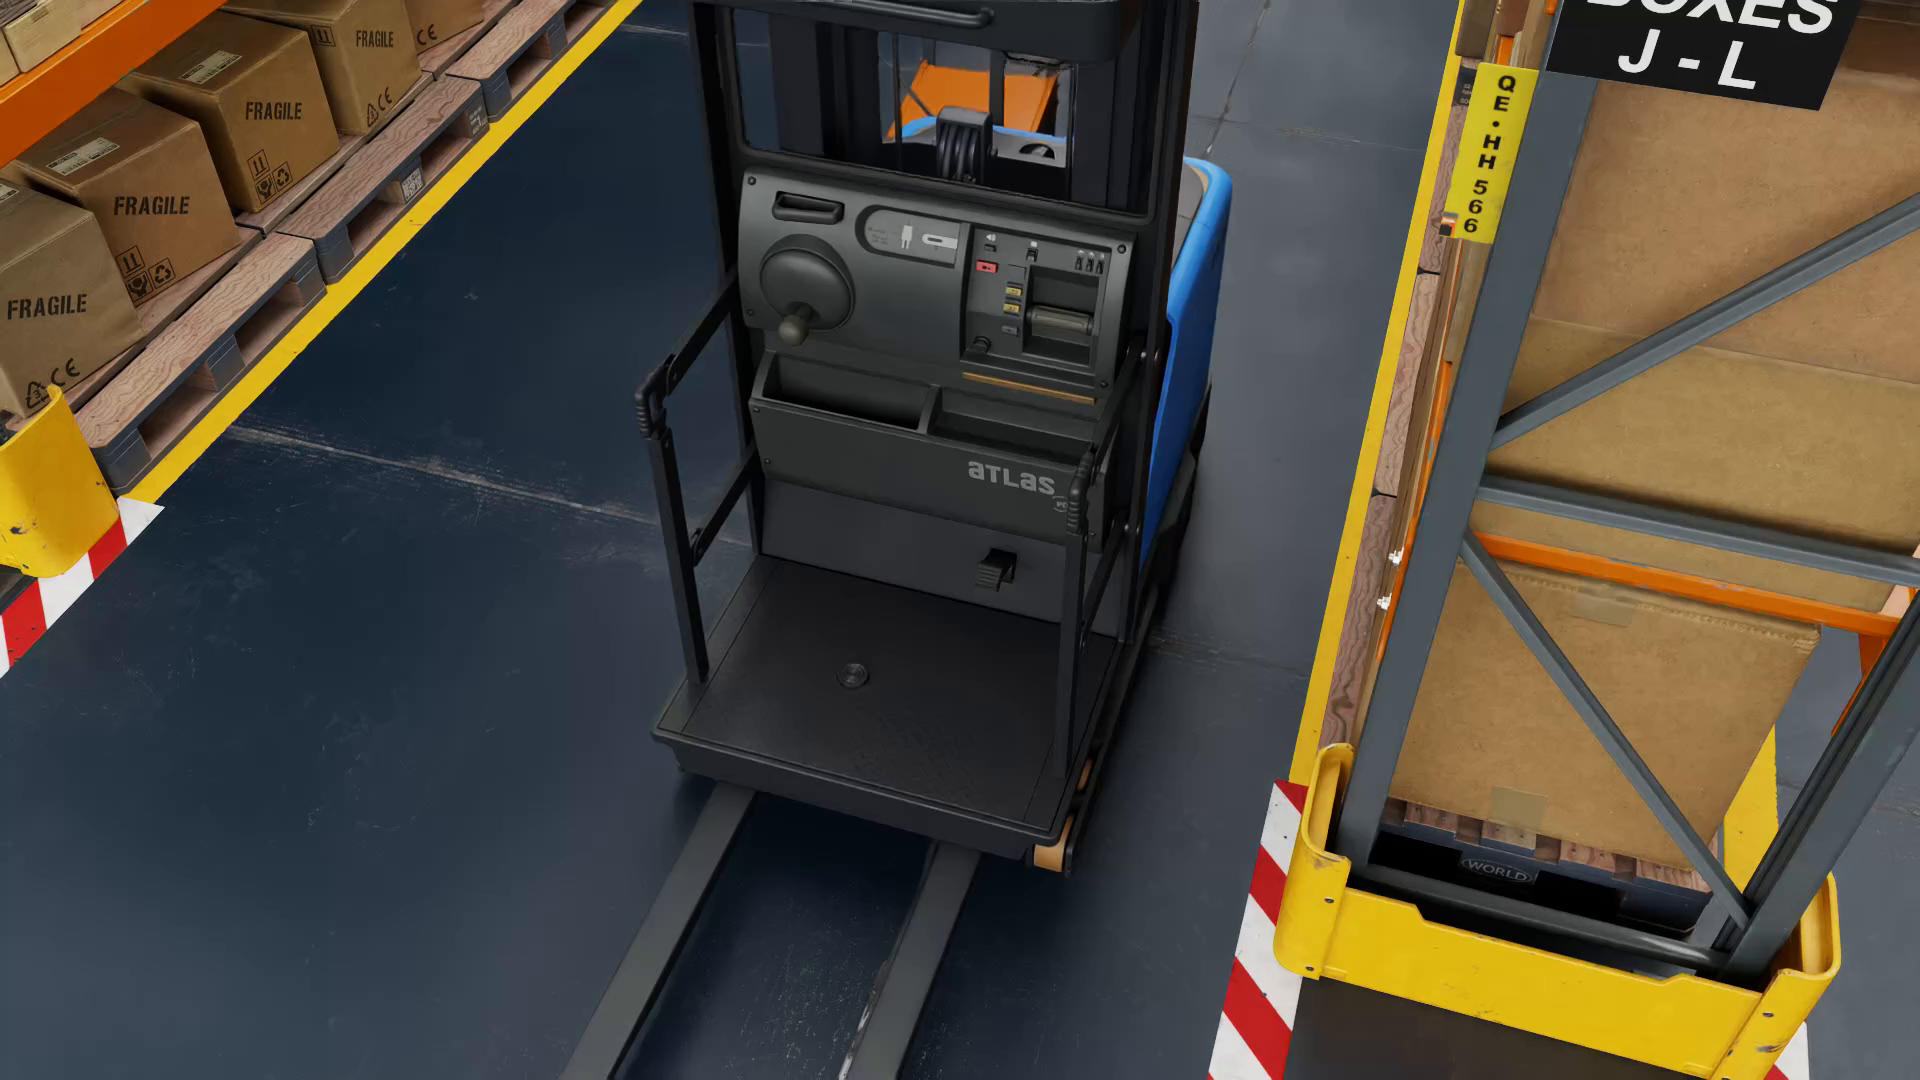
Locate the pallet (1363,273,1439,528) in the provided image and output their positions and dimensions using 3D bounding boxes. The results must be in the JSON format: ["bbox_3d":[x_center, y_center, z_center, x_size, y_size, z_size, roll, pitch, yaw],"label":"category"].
[{"bbox_3d":[1.928,-0.376,5.483,1.003,0.211,1.213,13,46,13],"label":"pallet"}]

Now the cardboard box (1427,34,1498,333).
[{"bbox_3d":[2.074,-1.063,5.411,0.875,0.875,0.875,13,46,13],"label":"cardboard box"}]

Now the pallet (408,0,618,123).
[{"bbox_3d":[-2.266,-2.345,7.495,1.003,0.211,1.213,13,46,13],"label":"pallet"}]

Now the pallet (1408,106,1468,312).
[{"bbox_3d":[2.296,-1.192,6.317,1.003,0.211,1.213,13,46,13],"label":"pallet"}]

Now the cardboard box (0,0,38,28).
[{"bbox_3d":[-3.114,-1.633,4.490,0.875,0.500,0.500,13,46,13],"label":"cardboard box"}]

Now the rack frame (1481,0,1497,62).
[{"bbox_3d":[2.601,-2.679,5.843,1.000,3.000,0.127,13,46,13],"label":"rack frame"}]

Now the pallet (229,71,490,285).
[{"bbox_3d":[-2.633,-1.529,6.662,1.003,0.211,1.213,13,46,13],"label":"pallet"}]

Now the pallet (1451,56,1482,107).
[{"bbox_3d":[2.762,-2.212,7.360,1.003,0.211,1.213,13,46,13],"label":"pallet"}]

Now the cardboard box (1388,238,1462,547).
[{"bbox_3d":[1.796,-0.456,4.790,0.875,0.875,0.875,12,46,12],"label":"cardboard box"}]

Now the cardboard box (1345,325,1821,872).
[{"bbox_3d":[1.532,0.131,4.191,0.875,0.875,0.875,13,46,13],"label":"cardboard box"}]

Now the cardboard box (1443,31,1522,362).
[{"bbox_3d":[1.604,-0.694,3.708,0.875,0.550,0.550,13,46,13],"label":"cardboard box"}]

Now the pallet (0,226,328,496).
[{"bbox_3d":[-3.004,-0.718,5.833,1.003,0.211,1.213,13,46,13],"label":"pallet"}]

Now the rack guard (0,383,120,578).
[{"bbox_3d":[-3.284,-0.288,5.187,1.175,0.500,0.348,13,46,13],"label":"rack guard"}]

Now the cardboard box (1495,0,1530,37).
[{"bbox_3d":[2.080,-1.777,4.815,0.875,0.550,0.550,13,46,13],"label":"cardboard box"}]

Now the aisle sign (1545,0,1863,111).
[{"bbox_3d":[1.082,-0.958,2.226,0.394,0.787,0.004,13,46,13],"label":"aisle sign"}]

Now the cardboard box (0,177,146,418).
[{"bbox_3d":[-3.102,-0.800,5.410,0.500,0.500,0.500,21,48,20],"label":"cardboard box"}]

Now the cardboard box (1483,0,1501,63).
[{"bbox_3d":[2.343,-1.665,6.026,0.875,0.875,0.875,13,46,13],"label":"cardboard box"}]

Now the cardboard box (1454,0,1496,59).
[{"bbox_3d":[2.703,-2.458,6.925,1.050,0.750,0.750,12,46,12],"label":"cardboard box"}]

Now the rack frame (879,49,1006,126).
[{"bbox_3d":[-0.110,-1.115,5.317,0.500,1.500,0.032,9,45,9],"label":"rack frame"}]

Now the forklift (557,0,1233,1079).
[{"bbox_3d":[-0.135,-0.503,3.669,1.130,2.935,3.031,13,46,13],"label":"forklift"}]

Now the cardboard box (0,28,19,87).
[{"bbox_3d":[-2.900,-1.343,4.657,0.380,0.149,0.250,13,46,13],"label":"cardboard box"}]

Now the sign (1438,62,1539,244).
[{"bbox_3d":[0.876,-0.635,2.757,0.100,0.325,0.005,13,46,13],"label":"sign"}]

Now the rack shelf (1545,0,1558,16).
[{"bbox_3d":[1.995,-2.161,3.683,1.077,0.370,4.000,13,46,13],"label":"rack shelf"}]

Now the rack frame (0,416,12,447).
[{"bbox_3d":[-3.307,-1.130,4.261,1.000,3.000,0.127,13,46,13],"label":"rack frame"}]

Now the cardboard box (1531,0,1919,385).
[{"bbox_3d":[1.539,-0.691,2.932,0.875,0.550,0.550,13,46,13],"label":"cardboard box"}]

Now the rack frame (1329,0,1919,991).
[{"bbox_3d":[1.389,-0.013,3.118,1.000,3.000,0.127,13,46,13],"label":"rack frame"}]

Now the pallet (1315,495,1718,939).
[{"bbox_3d":[1.557,0.435,4.655,1.003,0.211,1.213,13,46,13],"label":"pallet"}]

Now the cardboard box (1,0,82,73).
[{"bbox_3d":[-2.810,-1.506,4.824,0.380,0.149,0.250,13,46,13],"label":"cardboard box"}]

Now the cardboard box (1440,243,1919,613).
[{"bbox_3d":[1.458,-0.323,3.328,0.875,0.550,0.550,13,46,13],"label":"cardboard box"}]

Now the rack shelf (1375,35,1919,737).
[{"bbox_3d":[1.995,-1.089,4.732,1.077,0.370,4.000,13,46,13],"label":"rack shelf"}]

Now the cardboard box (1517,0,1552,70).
[{"bbox_3d":[1.617,-1.077,3.327,0.875,0.550,0.550,13,46,13],"label":"cardboard box"}]

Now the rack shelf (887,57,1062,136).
[{"bbox_3d":[0.001,-1.333,5.797,0.538,0.185,1.000,9,45,9],"label":"rack shelf"}]

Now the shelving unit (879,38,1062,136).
[{"bbox_3d":[0.003,-1.468,5.678,0.587,1.500,1.083,9,45,9],"label":"shelving unit"}]

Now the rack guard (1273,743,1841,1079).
[{"bbox_3d":[1.382,0.897,3.976,1.175,0.500,0.348,13,46,13],"label":"rack guard"}]

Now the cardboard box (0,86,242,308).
[{"bbox_3d":[-2.954,-1.206,5.824,0.500,0.500,0.500,24,49,23],"label":"cardboard box"}]

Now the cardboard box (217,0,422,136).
[{"bbox_3d":[-2.534,-1.981,6.617,0.500,0.500,0.500,9,45,9],"label":"cardboard box"}]

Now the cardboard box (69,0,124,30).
[{"bbox_3d":[-2.754,-1.677,4.999,0.380,0.149,0.250,13,46,13],"label":"cardboard box"}]

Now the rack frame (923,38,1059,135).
[{"bbox_3d":[0.112,-1.809,6.026,0.500,1.500,0.032,9,45,9],"label":"rack frame"}]

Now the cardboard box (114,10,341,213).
[{"bbox_3d":[-2.746,-1.619,6.247,0.500,0.500,0.500,17,47,16],"label":"cardboard box"}]

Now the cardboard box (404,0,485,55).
[{"bbox_3d":[-2.421,-2.412,7.057,0.500,0.500,0.500,27,50,25],"label":"cardboard box"}]
